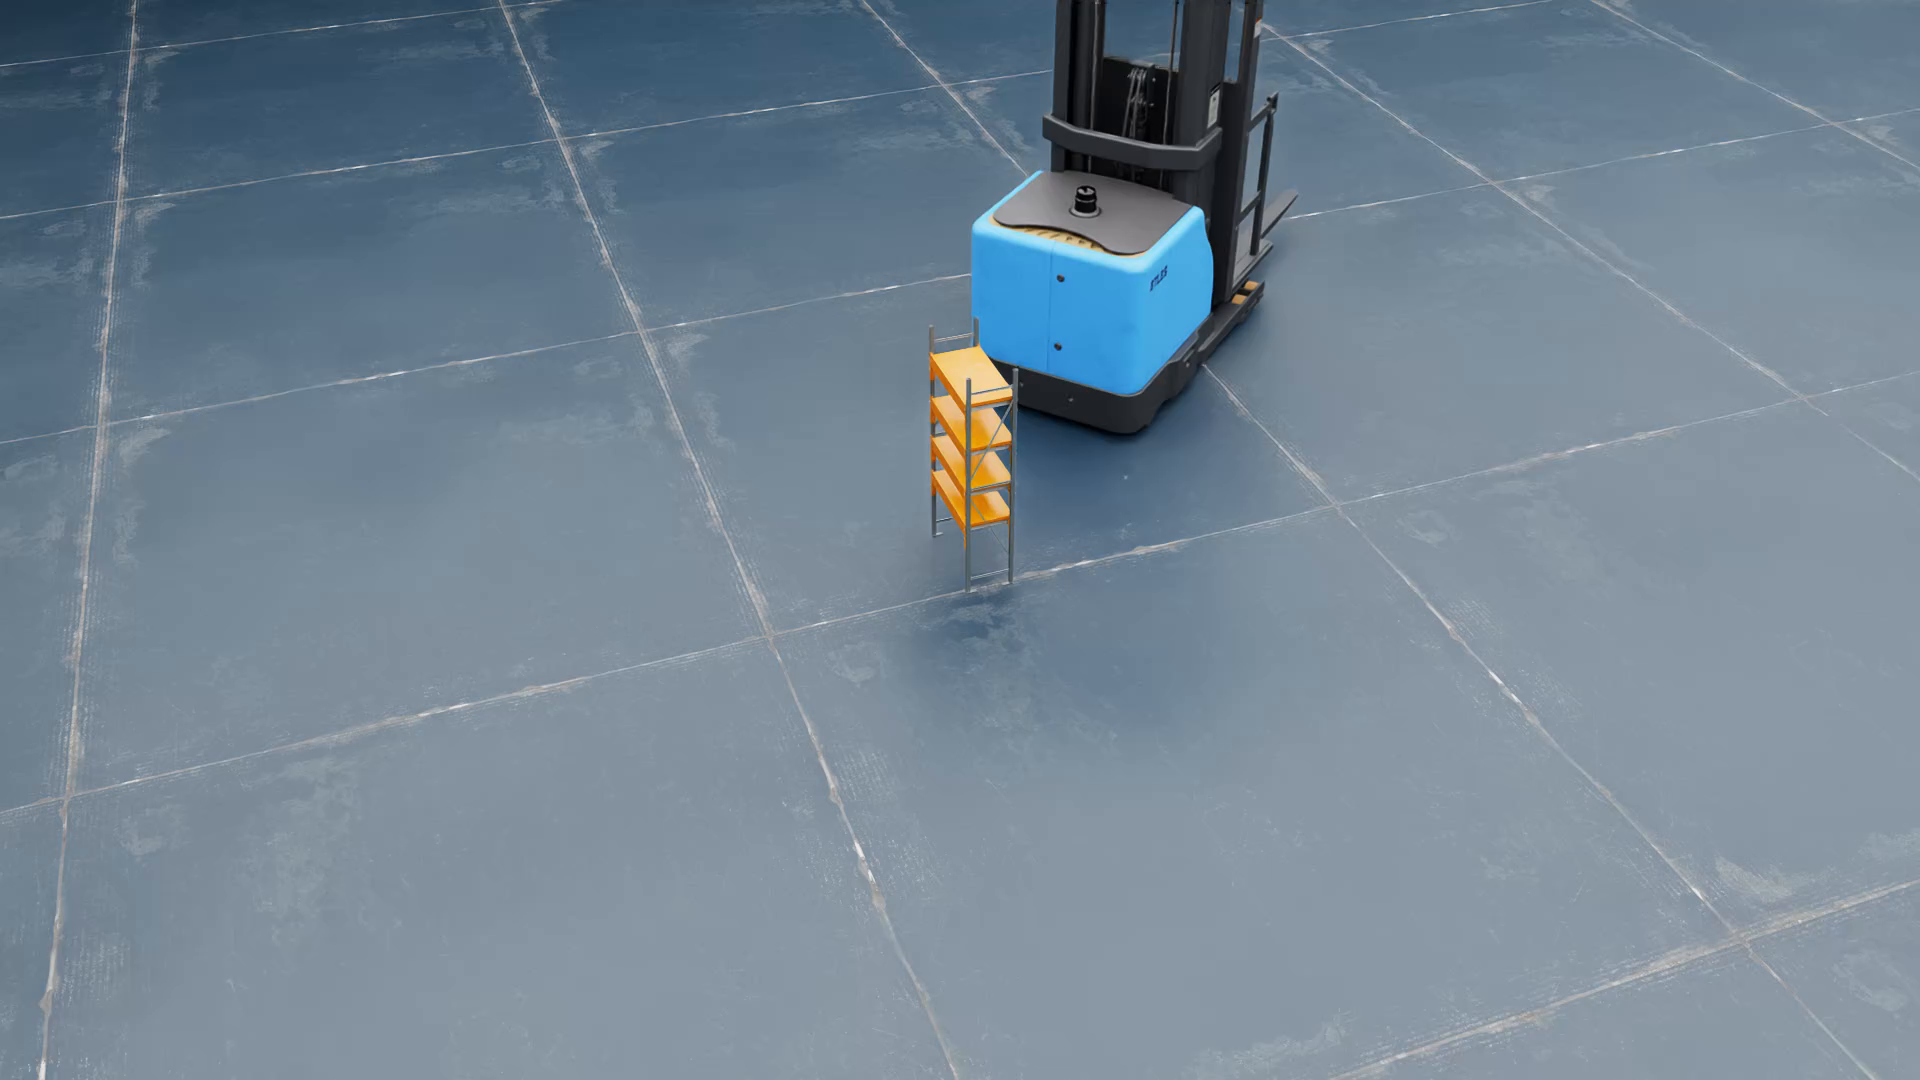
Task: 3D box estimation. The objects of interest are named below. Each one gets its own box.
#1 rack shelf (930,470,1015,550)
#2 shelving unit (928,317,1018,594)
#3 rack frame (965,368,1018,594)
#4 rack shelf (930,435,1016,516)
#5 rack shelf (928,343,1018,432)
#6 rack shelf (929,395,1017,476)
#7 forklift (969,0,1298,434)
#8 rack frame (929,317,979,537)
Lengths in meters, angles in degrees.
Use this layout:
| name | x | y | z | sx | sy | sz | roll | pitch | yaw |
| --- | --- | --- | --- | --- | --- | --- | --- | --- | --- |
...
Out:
| name | x | y | z | sx | sy | sz | roll | pitch | yaw |
| --- | --- | --- | --- | --- | --- | --- | --- | --- | --- |
| rack shelf | 0.057 | -0.173 | 7.985 | 0.258 | 0.148 | 0.480 | -12 | 39 | -16 |
| shelving unit | 0.057 | -0.386 | 7.825 | 0.258 | 1.200 | 0.503 | -12 | 39 | -16 |
| rack frame | 0.141 | -0.248 | 7.642 | 0.240 | 1.200 | 0.015 | -12 | 39 | -16 |
| rack shelf | 0.057 | -0.332 | 7.866 | 0.258 | 0.148 | 0.480 | -12 | 39 | -16 |
| rack shelf | 0.057 | -0.700 | 7.589 | 0.258 | 0.148 | 0.480 | -12 | 39 | -16 |
| rack shelf | 0.057 | -0.511 | 7.731 | 0.258 | 0.148 | 0.480 | -12 | 39 | -16 |
| forklift | 1.208 | -2.611 | 9.340 | 1.130 | 2.935 | 3.031 | 19 | 41 | 23 |
| rack frame | -0.027 | -0.524 | 8.008 | 0.240 | 1.200 | 0.015 | -12 | 39 | -16 |
